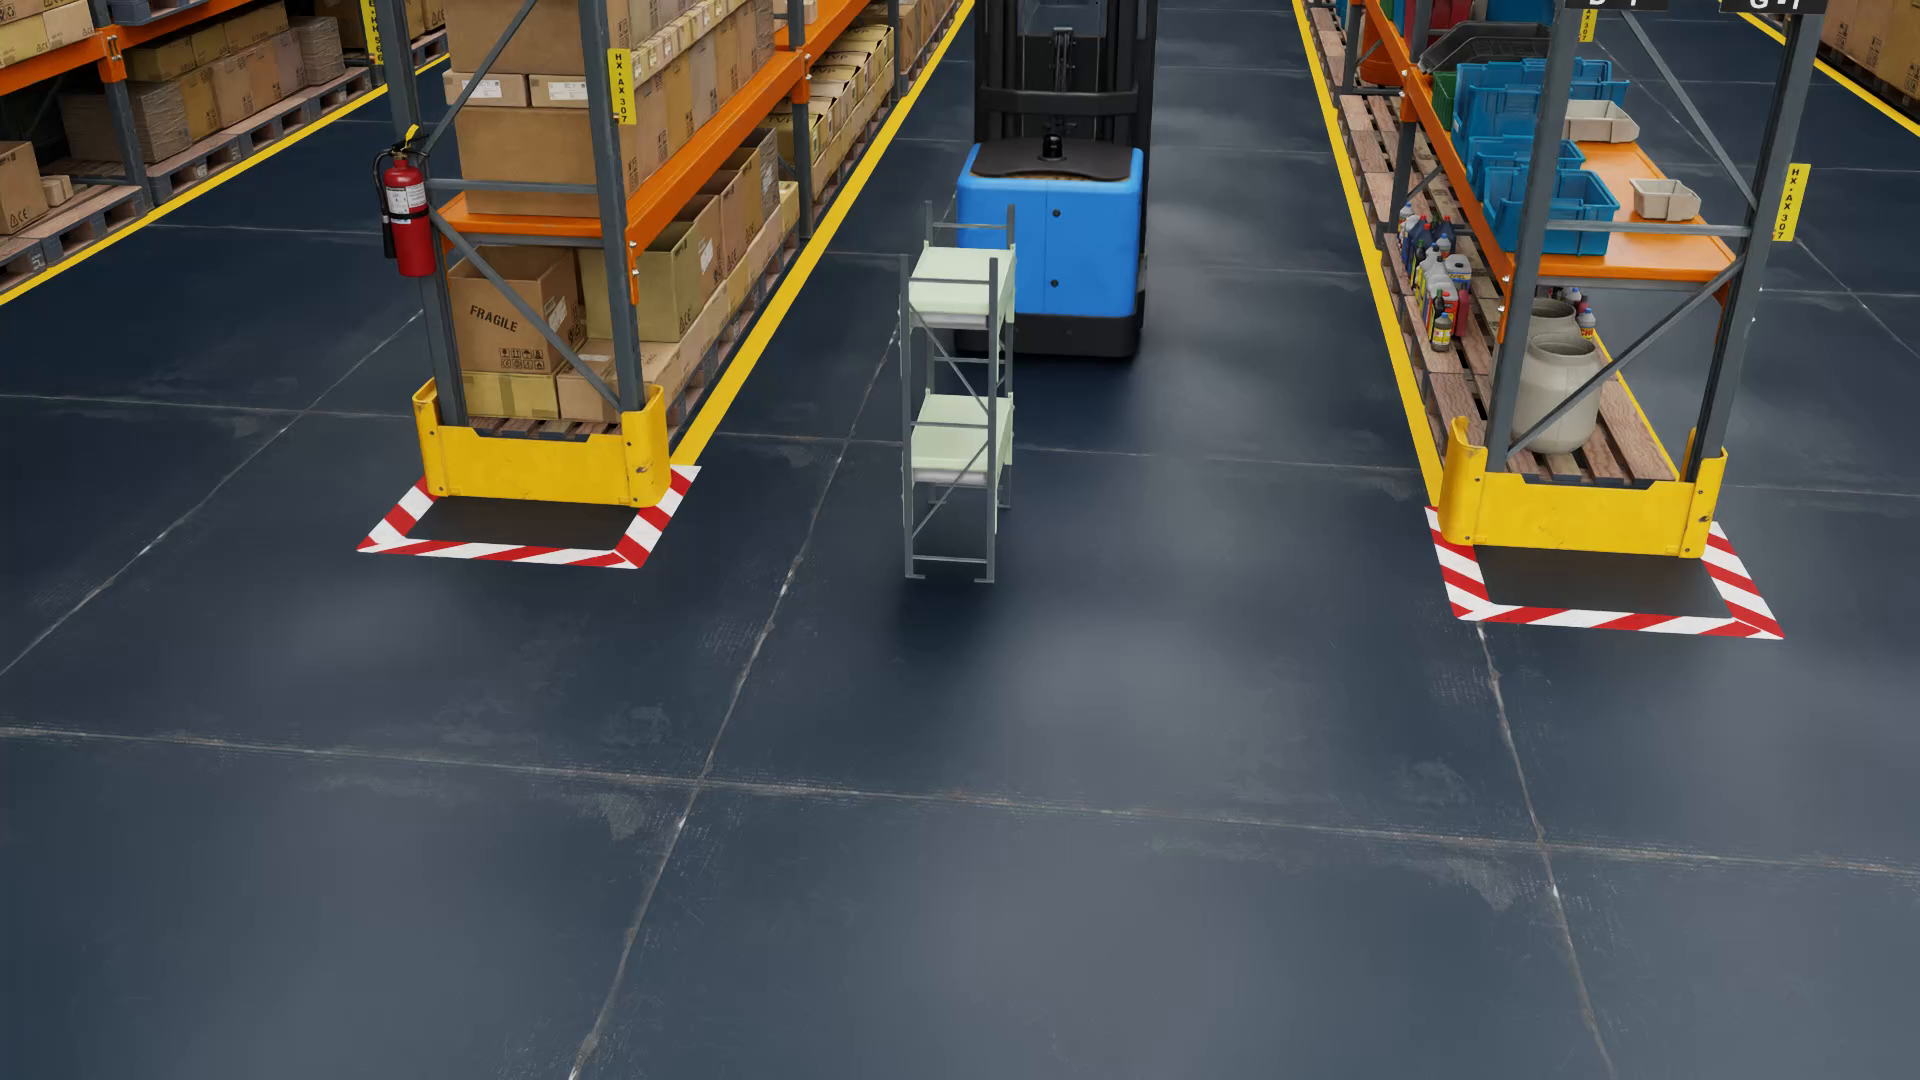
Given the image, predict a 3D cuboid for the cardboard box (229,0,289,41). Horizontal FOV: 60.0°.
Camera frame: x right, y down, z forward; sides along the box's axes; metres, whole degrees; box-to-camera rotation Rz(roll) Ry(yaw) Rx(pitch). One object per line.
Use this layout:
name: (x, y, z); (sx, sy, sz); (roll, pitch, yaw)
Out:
cardboard box: (-6.133, -4.468, 14.262); (0.500, 0.250, 0.500); (4, 29, 7)

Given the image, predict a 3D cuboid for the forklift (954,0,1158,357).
forklift: (0.661, -3.012, 10.251); (1.130, 2.935, 3.031); (3, 28, 6)

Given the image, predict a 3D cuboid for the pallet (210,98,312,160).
pallet: (-6.213, -3.484, 13.993); (1.003, 0.211, 1.213); (3, 28, 6)

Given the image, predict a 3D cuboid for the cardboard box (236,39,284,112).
cardboard box: (-6.212, -3.932, 14.057); (0.700, 0.500, 0.500); (3, 28, 6)

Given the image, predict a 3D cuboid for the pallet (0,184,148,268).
pallet: (-6.501, -2.223, 11.653); (1.003, 0.211, 1.213); (3, 28, 6)

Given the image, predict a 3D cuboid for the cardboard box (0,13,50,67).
cardboard box: (-6.281, -3.237, 10.733); (0.500, 0.250, 0.500); (3, 29, 6)

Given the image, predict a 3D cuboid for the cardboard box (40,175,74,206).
cardboard box: (-6.490, -2.461, 11.680); (0.380, 0.166, 0.250); (0, 28, 0)

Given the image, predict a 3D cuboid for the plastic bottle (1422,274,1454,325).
plastic bottle: (2.753, -1.377, 9.551); (0.152, 0.276, 0.135); (3, 28, 5)

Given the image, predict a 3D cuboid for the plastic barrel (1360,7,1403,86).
plastic barrel: (3.911, -4.537, 14.853); (0.600, 0.830, 0.708); (3, 28, 6)

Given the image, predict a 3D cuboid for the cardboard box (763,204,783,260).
cardboard box: (-1.448, -1.991, 10.740); (0.500, 0.250, 0.500); (3, 28, 6)

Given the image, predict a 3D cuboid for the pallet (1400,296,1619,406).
pallet: (3.108, -1.076, 9.524); (1.003, 0.211, 1.213); (3, 28, 6)

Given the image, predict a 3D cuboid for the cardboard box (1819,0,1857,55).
cardboard box: (9.107, -5.197, 16.032); (1.225, 0.875, 0.875); (2, 28, 4)

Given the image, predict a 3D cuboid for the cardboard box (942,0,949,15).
cardboard box: (-0.402, -5.860, 17.637); (0.500, 0.500, 0.500); (3, 29, 6)

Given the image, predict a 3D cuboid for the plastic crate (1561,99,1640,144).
plastic crate: (3.431, -2.298, 9.131); (0.530, 0.136, 0.437); (3, 28, 6)

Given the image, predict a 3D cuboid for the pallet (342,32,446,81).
pallet: (-5.793, -4.791, 16.420); (1.003, 0.211, 1.213); (3, 28, 6)

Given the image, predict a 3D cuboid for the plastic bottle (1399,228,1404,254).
plastic bottle: (2.879, -1.934, 10.665); (0.097, 0.201, 0.097); (0, 28, 0)

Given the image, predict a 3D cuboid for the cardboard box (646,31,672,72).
cardboard box: (-1.671, -2.462, 8.368); (0.380, 0.149, 0.250); (3, 28, 5)

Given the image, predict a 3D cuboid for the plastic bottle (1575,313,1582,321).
plastic bottle: (3.432, -1.156, 9.219); (0.097, 0.201, 0.097); (0, 28, 0)

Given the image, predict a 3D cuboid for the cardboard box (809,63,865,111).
cardboard box: (-1.052, -3.608, 13.149); (0.500, 0.311, 0.500); (4, 29, 8)

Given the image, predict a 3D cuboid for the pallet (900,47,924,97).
pallet: (-0.918, -4.487, 15.856); (1.003, 0.211, 1.213); (3, 28, 6)

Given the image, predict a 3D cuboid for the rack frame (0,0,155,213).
rack frame: (-6.454, -3.769, 11.583); (1.000, 3.000, 0.127); (3, 28, 6)

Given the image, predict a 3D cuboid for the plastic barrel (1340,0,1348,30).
plastic barrel: (4.188, -5.631, 16.810); (0.600, 0.901, 0.708); (3, 28, 6)

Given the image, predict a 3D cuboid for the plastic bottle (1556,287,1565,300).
plastic bottle: (3.486, -1.362, 9.602); (0.097, 0.201, 0.097); (0, 28, 0)

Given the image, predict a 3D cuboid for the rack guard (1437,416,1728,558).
rack guard: (2.851, -0.248, 7.683); (1.175, 0.500, 0.348); (3, 28, 6)

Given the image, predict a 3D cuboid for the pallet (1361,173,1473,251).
pallet: (3.436, -2.337, 11.866); (1.003, 0.211, 1.213); (3, 28, 6)

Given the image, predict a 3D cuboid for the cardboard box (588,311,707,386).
cardboard box: (-1.683, -1.049, 8.991); (0.500, 0.250, 0.500); (3, 28, 6)

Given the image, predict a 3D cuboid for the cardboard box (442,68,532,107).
cardboard box: (-2.170, -2.120, 7.734); (0.380, 0.149, 0.250); (3, 28, 5)

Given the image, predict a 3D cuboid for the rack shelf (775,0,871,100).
rack shelf: (-1.292, -4.107, 12.970); (1.077, 0.370, 4.000); (3, 28, 6)

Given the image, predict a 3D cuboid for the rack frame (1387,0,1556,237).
rack frame: (3.378, -3.193, 10.514); (1.000, 3.000, 0.127); (3, 28, 6)

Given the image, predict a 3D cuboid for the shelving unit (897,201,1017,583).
shelving unit: (-0.001, -0.657, 7.388); (0.431, 1.500, 0.755); (3, 28, 6)

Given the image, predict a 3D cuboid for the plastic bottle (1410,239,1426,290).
plastic bottle: (2.783, -1.671, 10.089); (0.061, 0.283, 0.133); (5, 29, 8)

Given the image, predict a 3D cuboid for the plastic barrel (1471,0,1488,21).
plastic barrel: (3.713, -3.690, 11.294); (0.433, 0.535, 0.433); (0, 28, 0)

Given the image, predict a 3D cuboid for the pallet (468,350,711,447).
pallet: (-1.975, -0.735, 8.891); (1.003, 0.211, 1.213); (3, 28, 6)

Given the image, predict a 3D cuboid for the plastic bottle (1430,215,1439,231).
plastic bottle: (2.997, -1.907, 10.526); (0.061, 0.283, 0.133); (3, 28, 6)

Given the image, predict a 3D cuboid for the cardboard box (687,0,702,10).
cardboard box: (-1.770, -3.180, 9.016); (0.700, 0.500, 0.500); (3, 28, 6)

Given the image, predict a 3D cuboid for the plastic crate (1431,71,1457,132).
plastic crate: (2.932, -2.477, 9.409); (0.450, 0.188, 0.662); (3, 28, 6)

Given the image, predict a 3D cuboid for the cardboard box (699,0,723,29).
cardboard box: (-1.545, -2.949, 9.272); (0.380, 0.149, 0.250); (4, 29, 8)

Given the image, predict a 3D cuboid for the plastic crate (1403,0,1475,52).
plastic crate: (3.134, -3.467, 10.955); (0.402, 0.464, 0.583); (3, 28, 6)

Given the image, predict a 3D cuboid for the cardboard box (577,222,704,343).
cardboard box: (-1.682, -1.379, 8.813); (0.500, 0.500, 0.500); (3, 28, 6)

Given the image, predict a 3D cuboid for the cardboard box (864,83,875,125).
cardboard box: (-0.994, -3.599, 13.723); (0.500, 0.250, 0.500); (4, 29, 7)

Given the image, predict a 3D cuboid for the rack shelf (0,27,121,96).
rack shelf: (-6.699, -2.511, 10.006); (1.077, 0.370, 4.000); (3, 28, 6)

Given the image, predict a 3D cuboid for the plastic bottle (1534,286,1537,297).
plastic bottle: (3.393, -1.558, 9.880); (0.061, 0.283, 0.133); (3, 28, 6)

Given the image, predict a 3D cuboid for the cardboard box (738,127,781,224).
cardboard box: (-1.450, -2.321, 10.562); (0.500, 0.500, 0.500); (3, 28, 6)

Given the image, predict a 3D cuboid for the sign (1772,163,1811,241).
sign: (3.434, -1.398, 6.890); (0.100, 0.325, 0.005); (3, 28, 6)

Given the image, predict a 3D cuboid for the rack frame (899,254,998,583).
rack frame: (-0.046, -0.485, 7.069); (0.400, 1.500, 0.023); (3, 28, 6)

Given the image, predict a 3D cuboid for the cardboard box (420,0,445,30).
cardboard box: (-5.630, -5.641, 16.881); (0.750, 0.750, 0.750); (3, 28, 6)

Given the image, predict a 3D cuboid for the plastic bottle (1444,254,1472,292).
plastic bottle: (2.942, -1.546, 9.865); (0.152, 0.276, 0.135); (3, 28, 6)

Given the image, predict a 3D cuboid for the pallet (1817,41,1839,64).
pallet: (9.254, -5.076, 16.949); (1.003, 0.211, 1.213); (3, 28, 6)

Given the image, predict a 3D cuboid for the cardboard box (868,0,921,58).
cardboard box: (-0.649, -4.903, 15.860); (0.500, 0.500, 0.500); (2, 28, 4)

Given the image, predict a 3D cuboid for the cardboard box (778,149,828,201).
cardboard box: (-1.242, -2.632, 11.930); (0.500, 0.250, 0.500); (3, 28, 5)

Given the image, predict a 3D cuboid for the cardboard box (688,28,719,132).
cardboard box: (-1.771, -2.592, 9.292); (0.700, 0.500, 0.500); (4, 29, 8)
